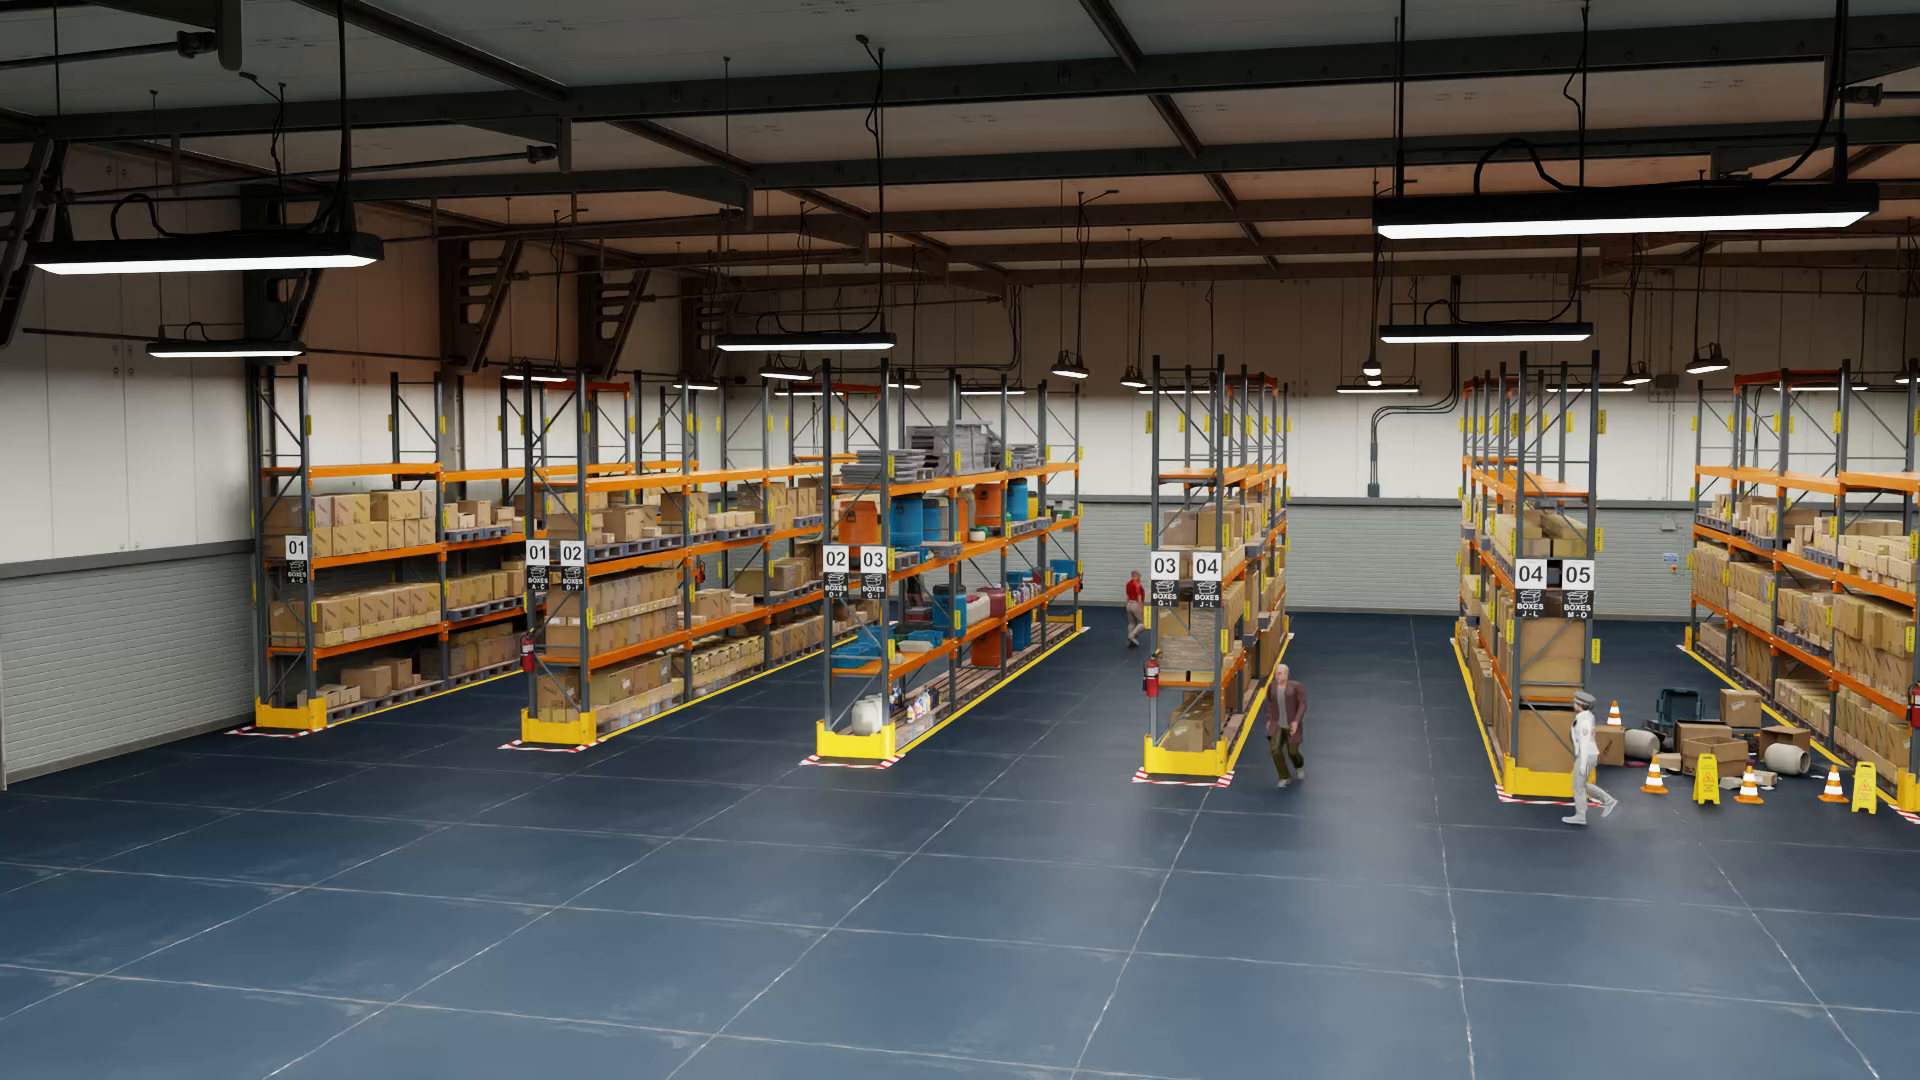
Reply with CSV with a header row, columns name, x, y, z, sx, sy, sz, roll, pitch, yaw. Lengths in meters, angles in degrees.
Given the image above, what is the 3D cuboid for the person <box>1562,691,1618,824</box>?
name,x,y,z,sx,sy,sz,roll,pitch,yaw
person,7.894,2.720,20.792,0.644,1.665,0.491,2,4,21

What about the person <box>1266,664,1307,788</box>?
name,x,y,z,sx,sy,sz,roll,pitch,yaw
person,4.561,2.561,23.256,0.622,1.694,0.861,2,4,28

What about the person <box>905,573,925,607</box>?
name,x,y,z,sx,sy,sz,roll,pitch,yaw
person,-1.103,1.358,40.507,0.570,1.718,0.502,3,5,39

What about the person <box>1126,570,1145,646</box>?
name,x,y,z,sx,sy,sz,roll,pitch,yaw
person,3.930,1.544,37.502,0.487,1.729,0.560,-2,4,-27
